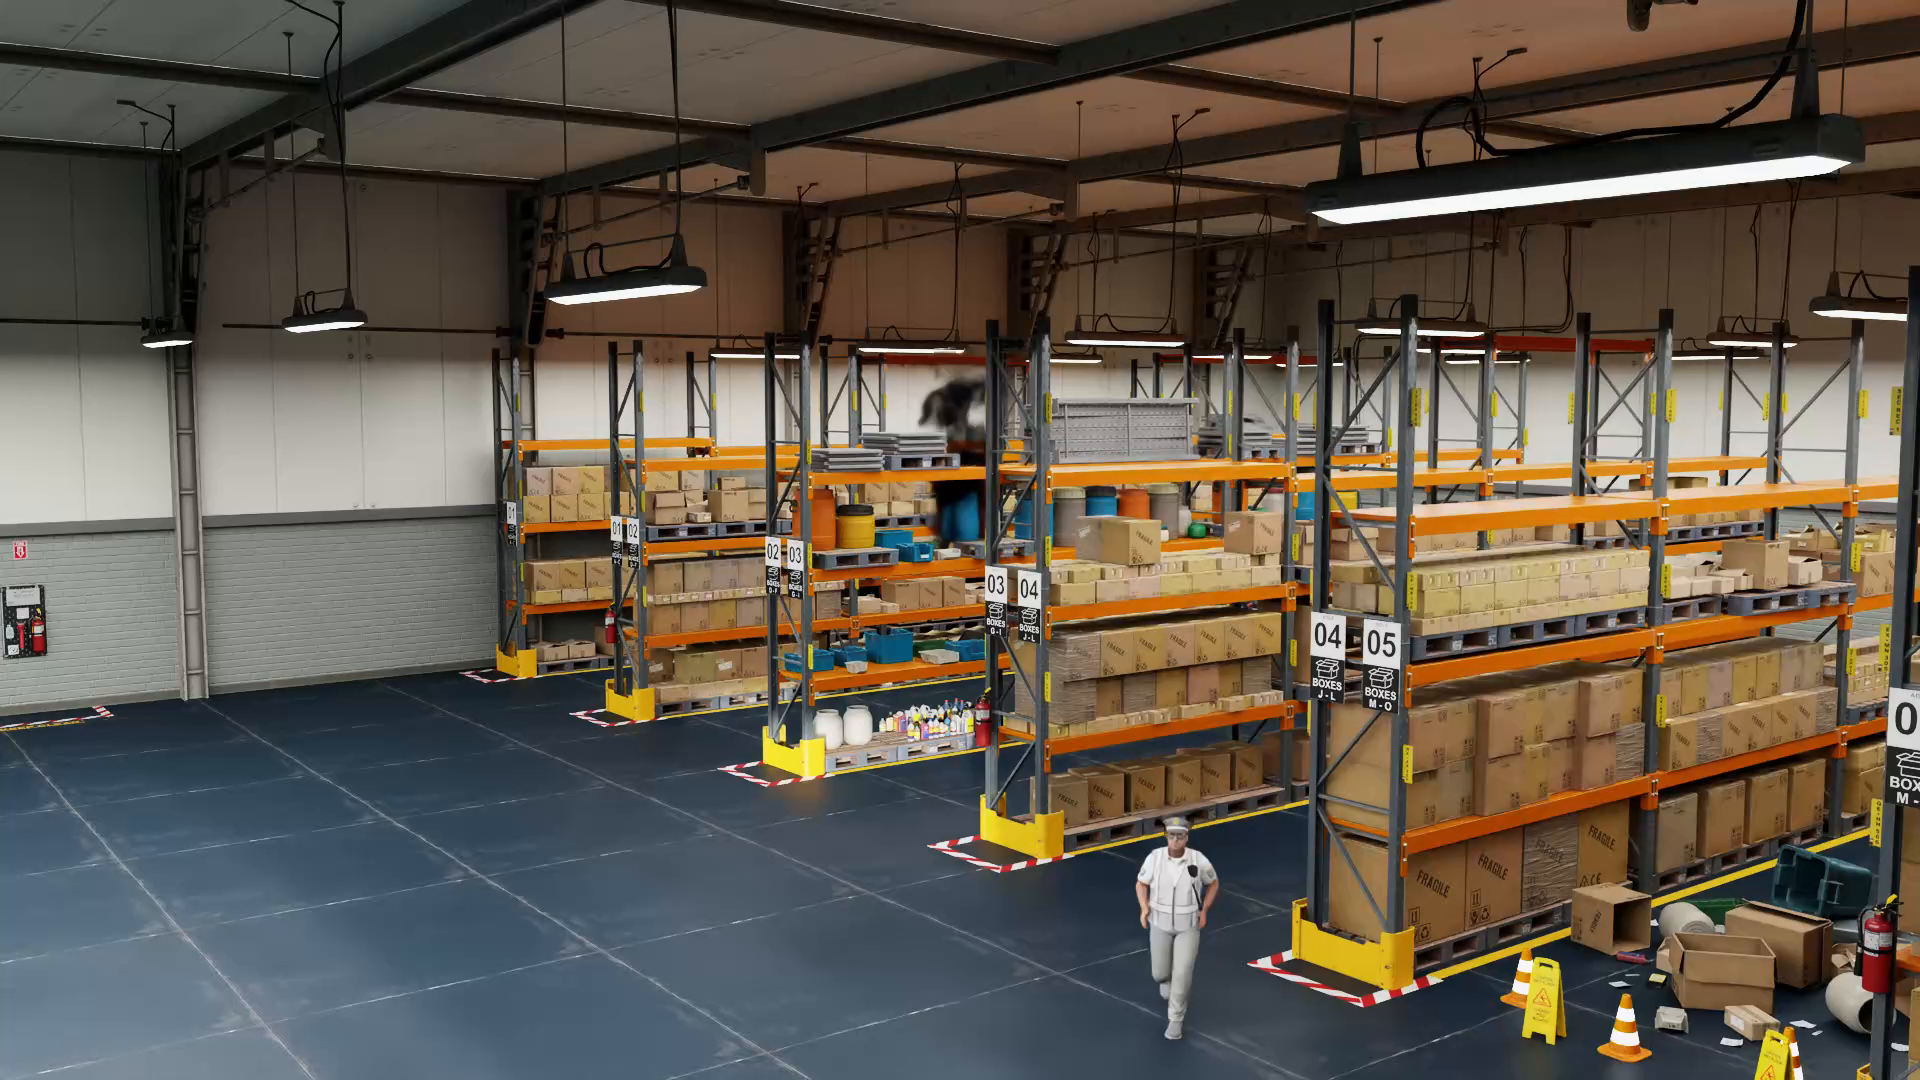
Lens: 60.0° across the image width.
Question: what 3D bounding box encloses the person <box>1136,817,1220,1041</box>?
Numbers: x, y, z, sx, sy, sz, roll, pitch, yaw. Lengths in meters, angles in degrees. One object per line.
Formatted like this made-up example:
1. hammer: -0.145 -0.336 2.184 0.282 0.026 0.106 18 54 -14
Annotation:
1. person: 1.772 3.114 13.594 0.674 1.754 0.757 1 5 12
